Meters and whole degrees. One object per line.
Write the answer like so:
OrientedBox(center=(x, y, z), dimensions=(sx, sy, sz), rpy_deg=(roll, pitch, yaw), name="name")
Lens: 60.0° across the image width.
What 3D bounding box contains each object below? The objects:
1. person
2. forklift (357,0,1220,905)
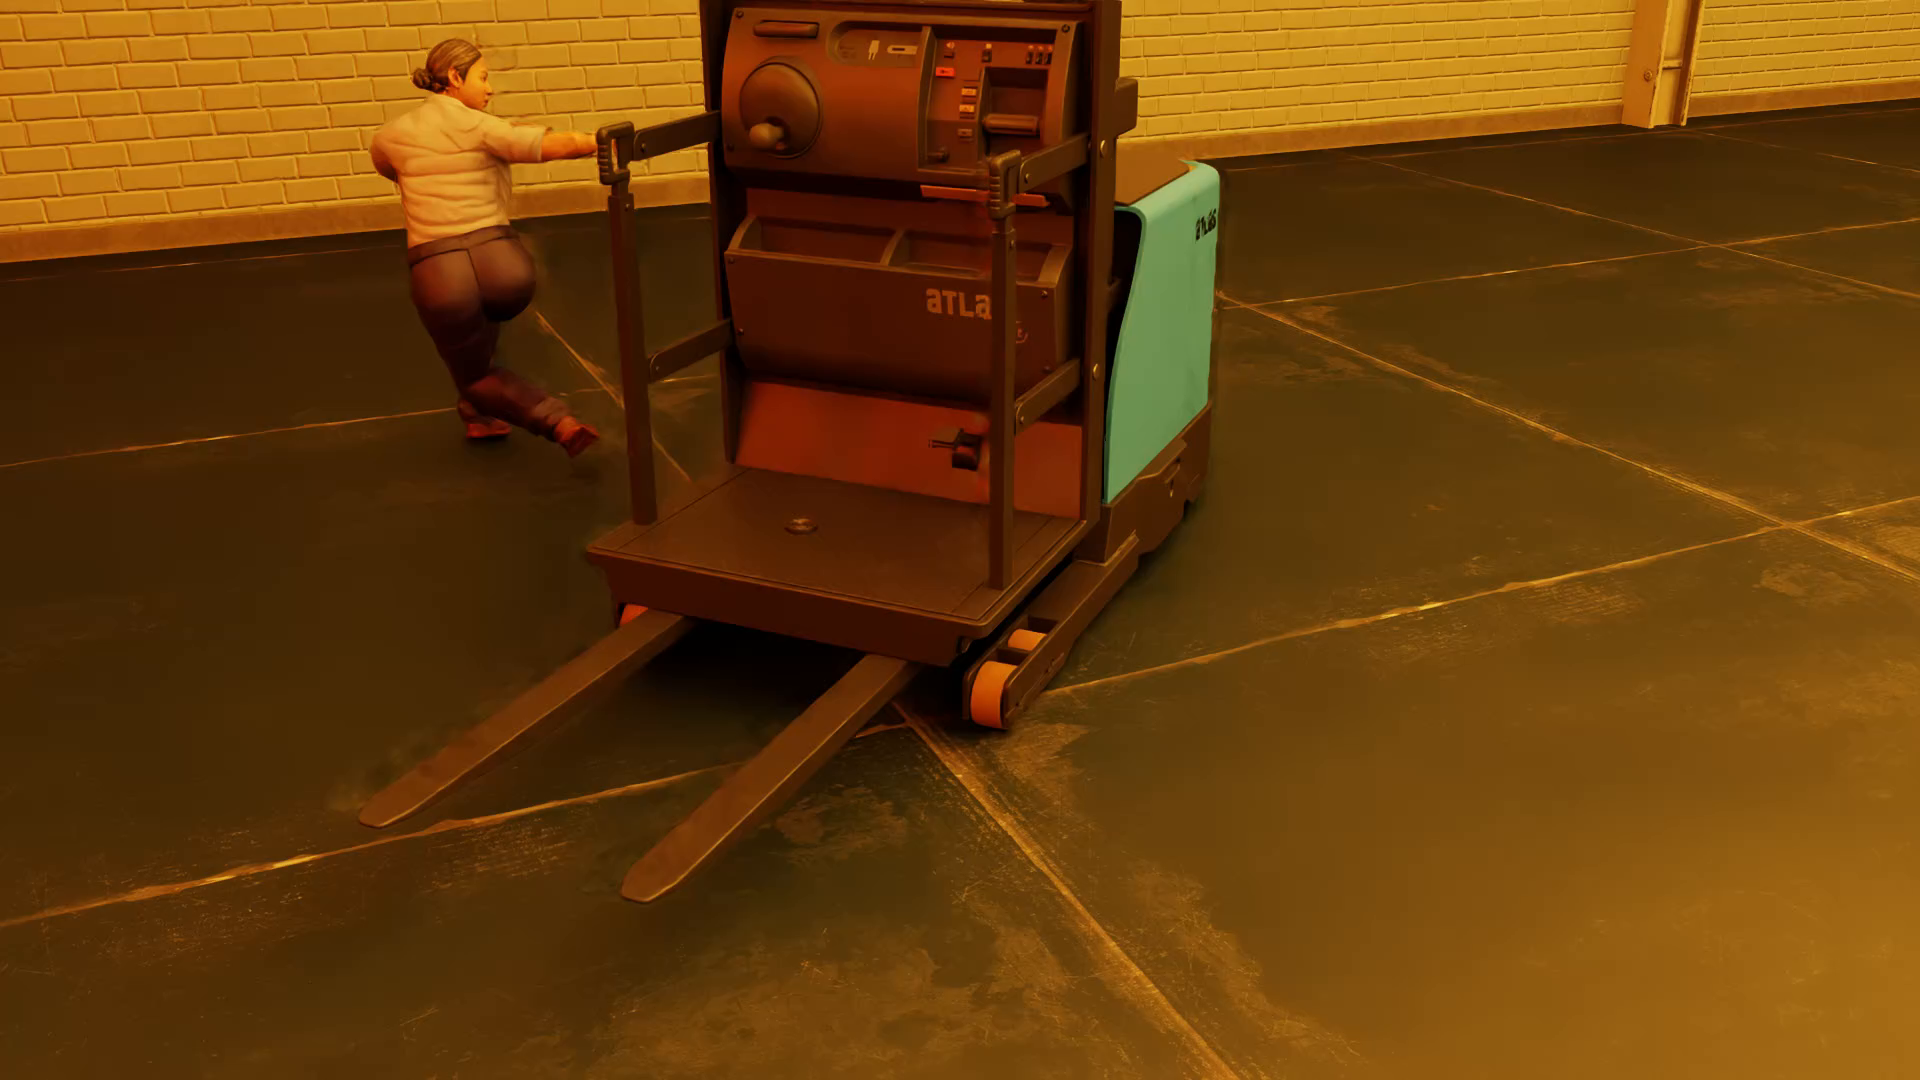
OrientedBox(center=(-1.546, -0.982, 5.702), dimensions=(0.805, 1.409, 1.061), rpy_deg=(-8, 24, -19), name="person")
OrientedBox(center=(-0.250, -1.083, 3.893), dimensions=(1.130, 2.935, 3.031), rpy_deg=(10, 24, 22), name="forklift")
